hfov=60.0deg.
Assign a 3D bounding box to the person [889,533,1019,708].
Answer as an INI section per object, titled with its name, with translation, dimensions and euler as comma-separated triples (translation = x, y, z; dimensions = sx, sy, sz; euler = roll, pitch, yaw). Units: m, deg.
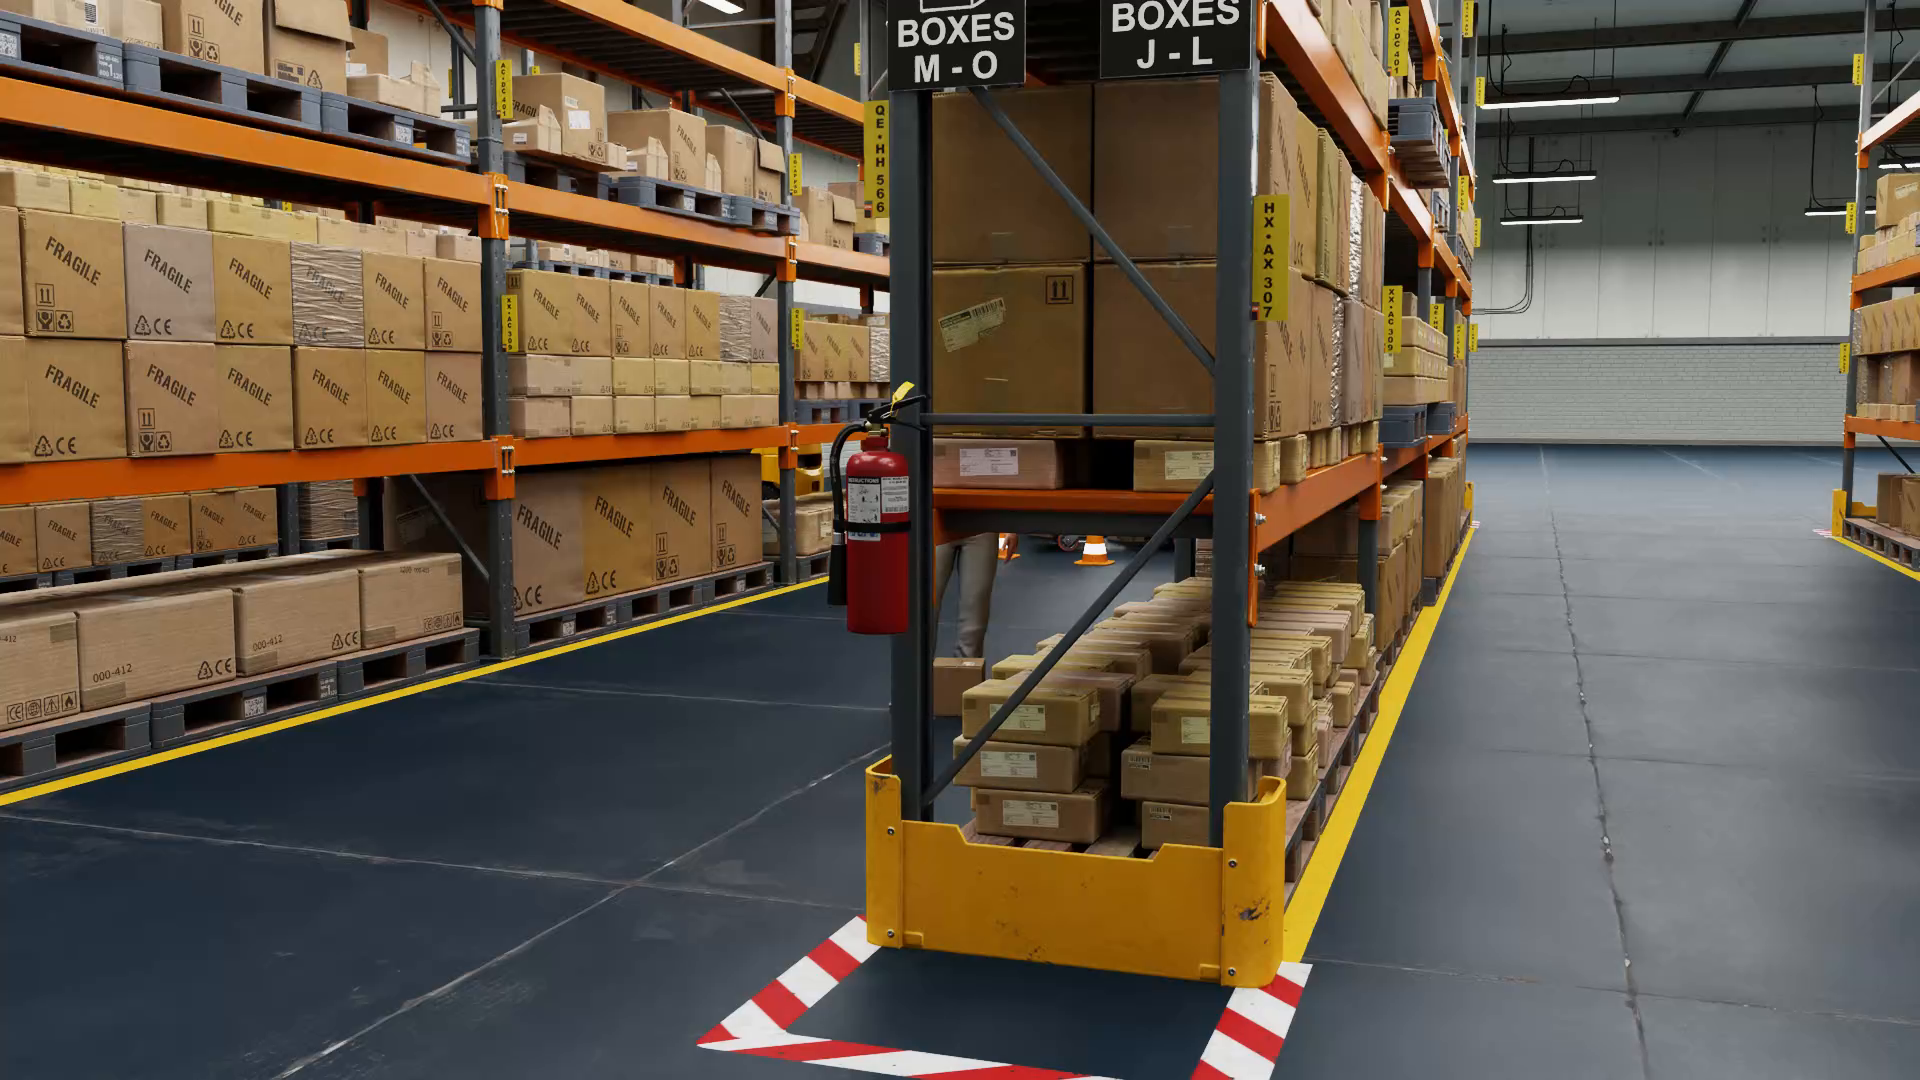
[person]
translation = -0.018, -0.061, 8.386
dimensions = 0.640, 1.778, 0.575
euler = 0, 5, 5
